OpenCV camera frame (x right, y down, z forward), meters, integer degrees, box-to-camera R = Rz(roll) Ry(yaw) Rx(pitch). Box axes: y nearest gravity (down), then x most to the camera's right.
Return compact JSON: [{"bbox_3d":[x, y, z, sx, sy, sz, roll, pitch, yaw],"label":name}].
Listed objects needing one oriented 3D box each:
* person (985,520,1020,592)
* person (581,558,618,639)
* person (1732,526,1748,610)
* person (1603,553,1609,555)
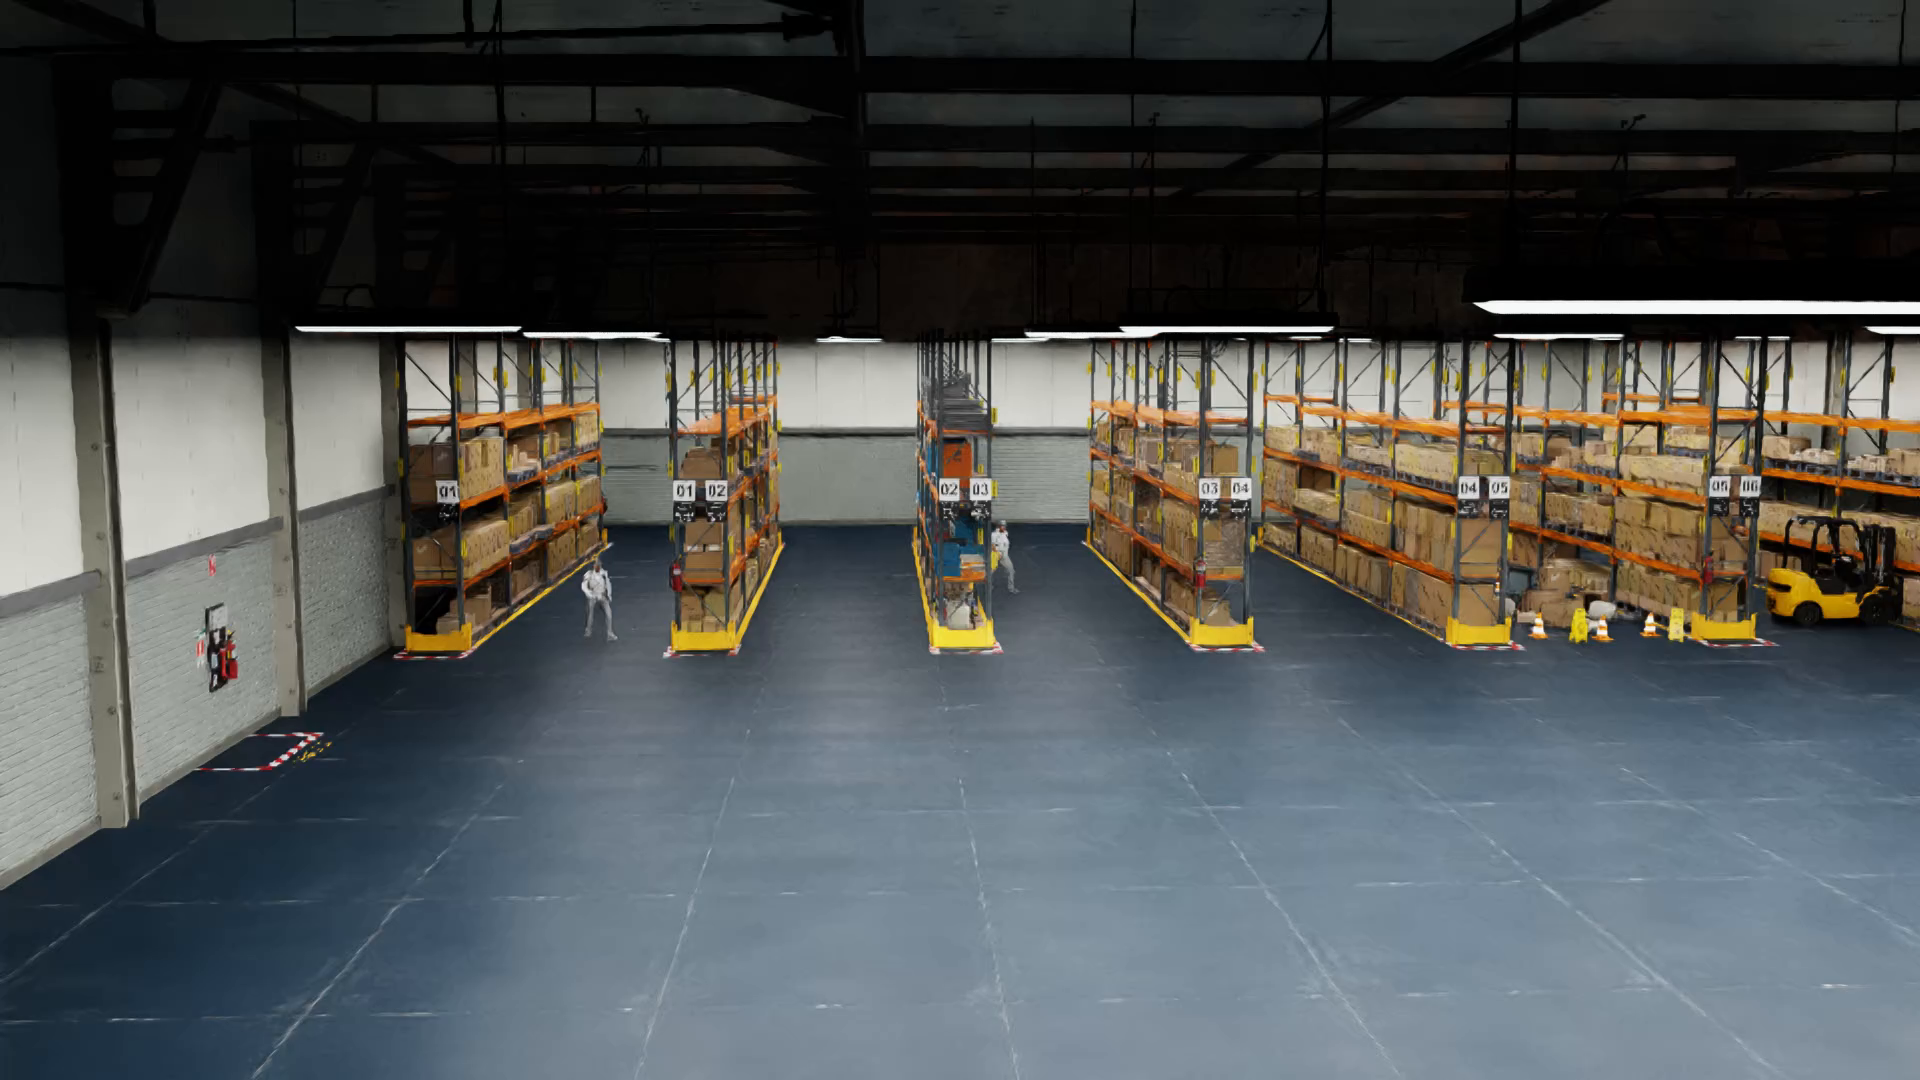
[{"bbox_3d":[0.876,0.341,36.470,0.628,1.610,0.729,-4,8,-31],"label":"person"},{"bbox_3d":[-7.041,1.115,32.305,0.643,1.612,0.794,-3,7,-20],"label":"person"},{"bbox_3d":[16.811,0.586,35.981,0.636,1.775,0.677,4,8,27],"label":"person"},{"bbox_3d":[17.747,-0.423,45.156,0.447,1.702,0.473,1,7,10],"label":"person"}]
